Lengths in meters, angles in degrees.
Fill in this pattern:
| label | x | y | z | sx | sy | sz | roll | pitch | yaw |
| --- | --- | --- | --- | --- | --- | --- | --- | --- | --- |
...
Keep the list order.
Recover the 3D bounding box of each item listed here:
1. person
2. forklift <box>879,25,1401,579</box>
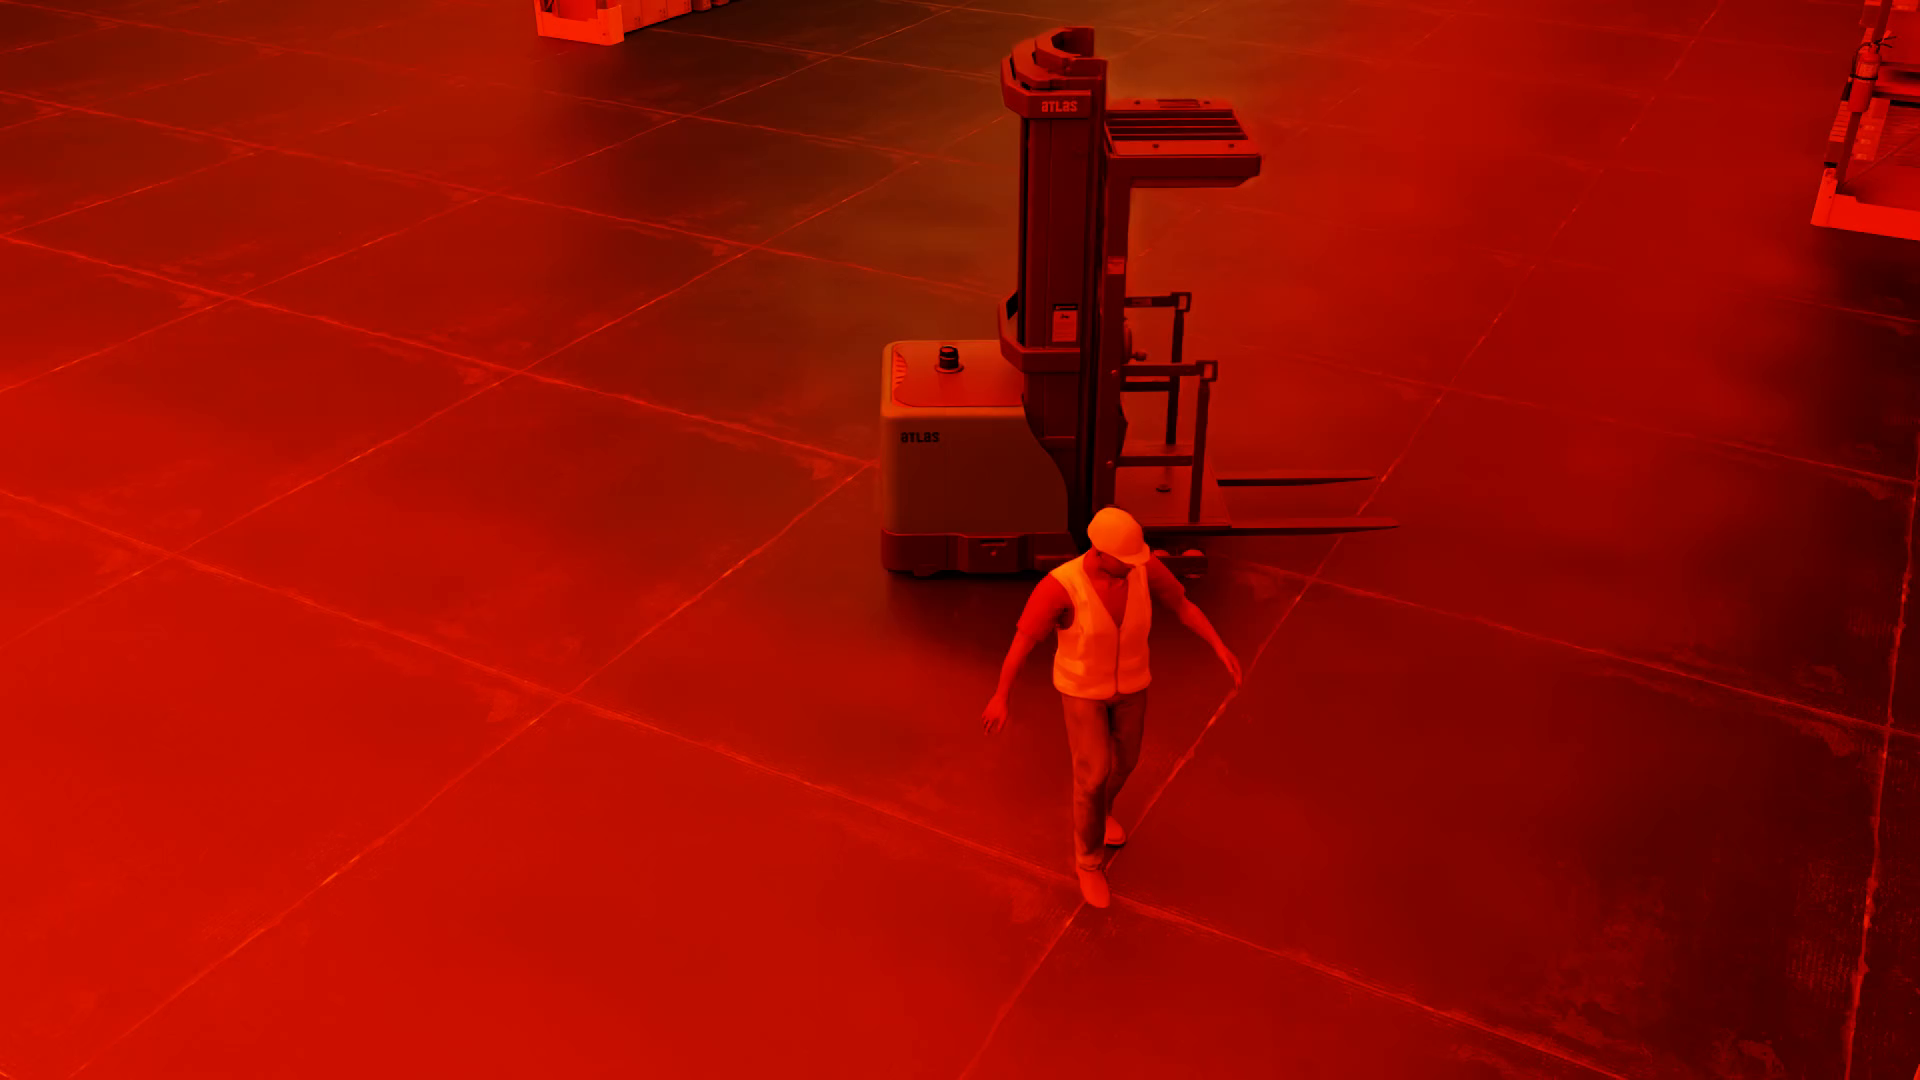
| label | x | y | z | sx | sy | sz | roll | pitch | yaw |
| --- | --- | --- | --- | --- | --- | --- | --- | --- | --- |
| person | 0.629 | 0.694 | 7.102 | 1.048 | 1.780 | 0.658 | -11 | 32 | -18 |
| forklift | 1.052 | -1.309 | 9.338 | 3.031 | 2.935 | 1.130 | -1 | 30 | -1 |
